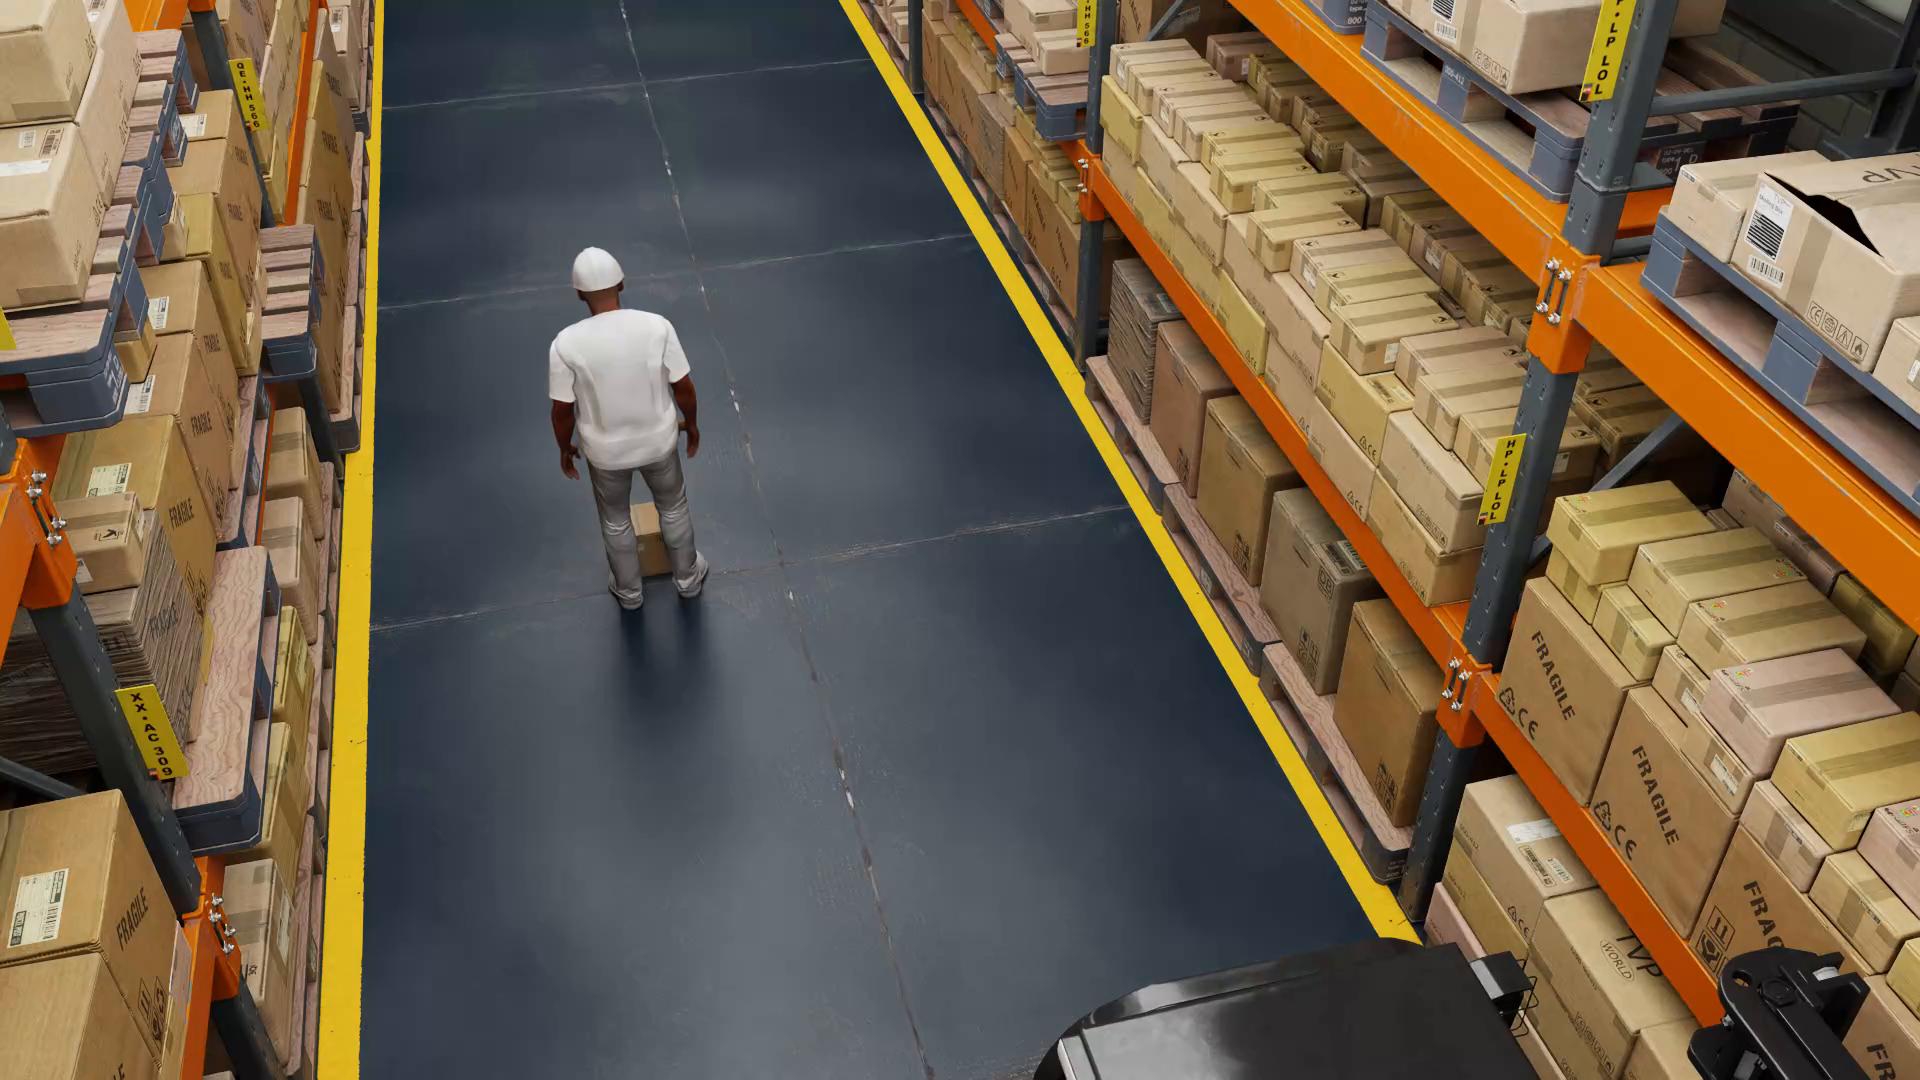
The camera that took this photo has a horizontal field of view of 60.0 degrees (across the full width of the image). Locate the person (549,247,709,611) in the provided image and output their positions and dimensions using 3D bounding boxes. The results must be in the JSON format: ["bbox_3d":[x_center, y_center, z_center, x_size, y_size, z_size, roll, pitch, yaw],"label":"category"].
[{"bbox_3d":[-1.454,-0.457,7.287,0.625,1.759,0.463,-11,39,-14],"label":"person"}]
